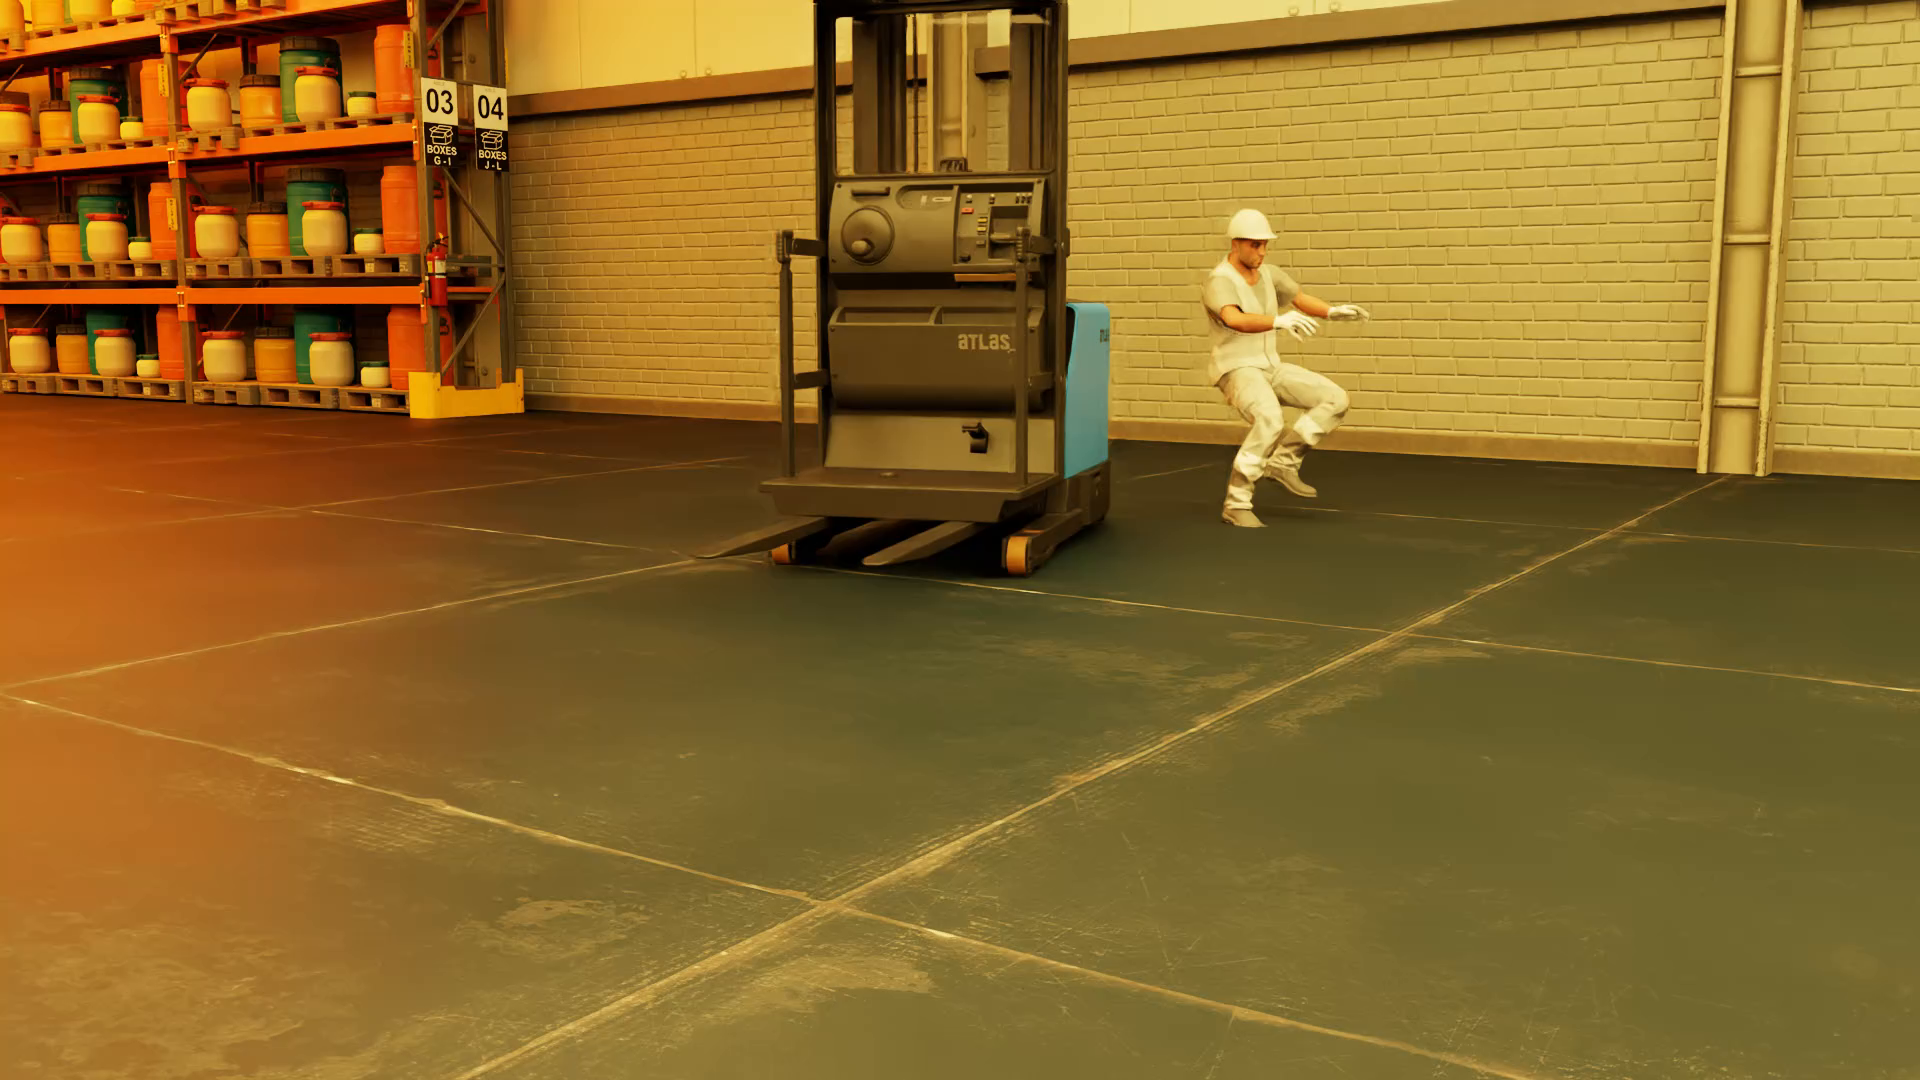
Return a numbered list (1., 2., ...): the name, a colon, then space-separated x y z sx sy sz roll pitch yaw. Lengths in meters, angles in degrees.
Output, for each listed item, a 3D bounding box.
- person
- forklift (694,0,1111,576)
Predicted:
1. person: 1.594 -0.863 8.339 0.778 1.577 0.865 8 11 44
2. forklift: -0.159 -1.367 6.809 1.130 2.935 3.031 2 8 16
